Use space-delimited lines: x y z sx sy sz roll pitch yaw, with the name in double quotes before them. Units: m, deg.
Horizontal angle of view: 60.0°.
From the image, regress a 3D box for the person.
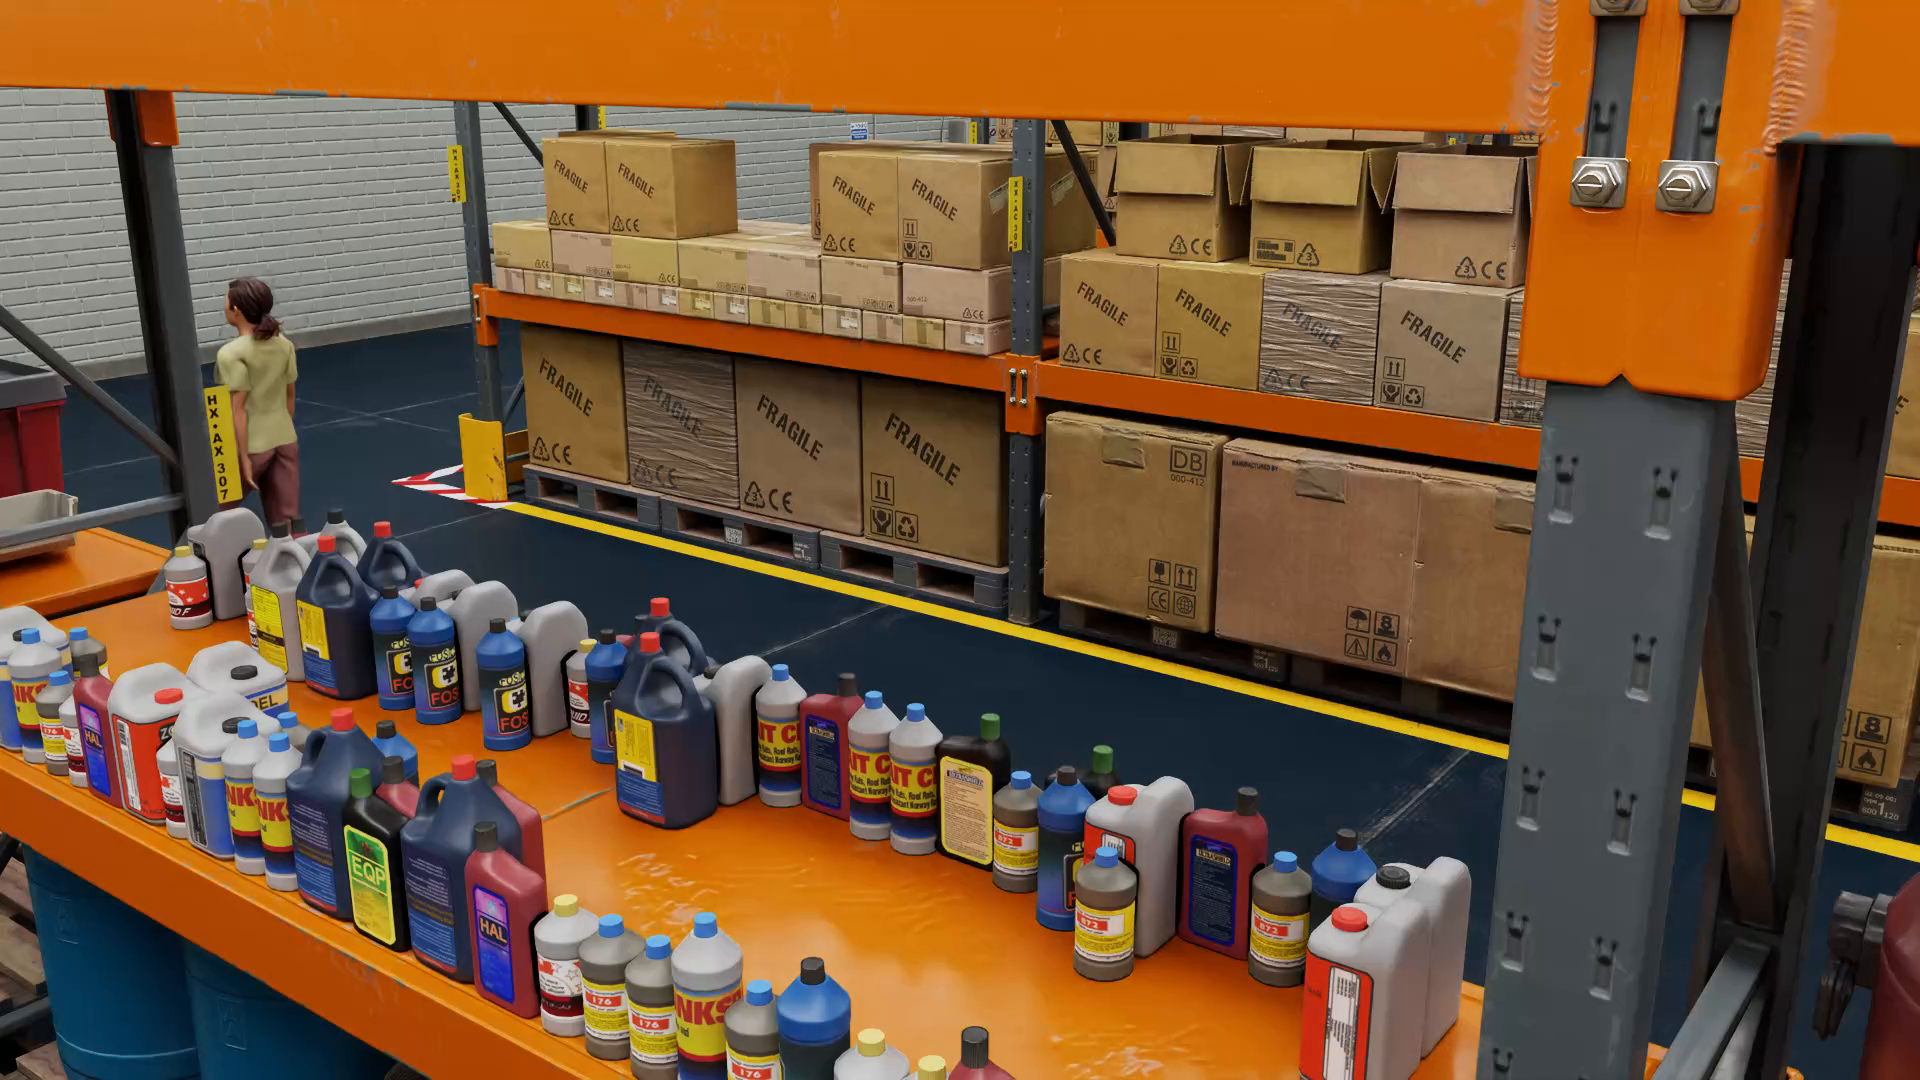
"person" -3.314 -0.385 7.868 0.517 1.723 0.446 9 19 28
